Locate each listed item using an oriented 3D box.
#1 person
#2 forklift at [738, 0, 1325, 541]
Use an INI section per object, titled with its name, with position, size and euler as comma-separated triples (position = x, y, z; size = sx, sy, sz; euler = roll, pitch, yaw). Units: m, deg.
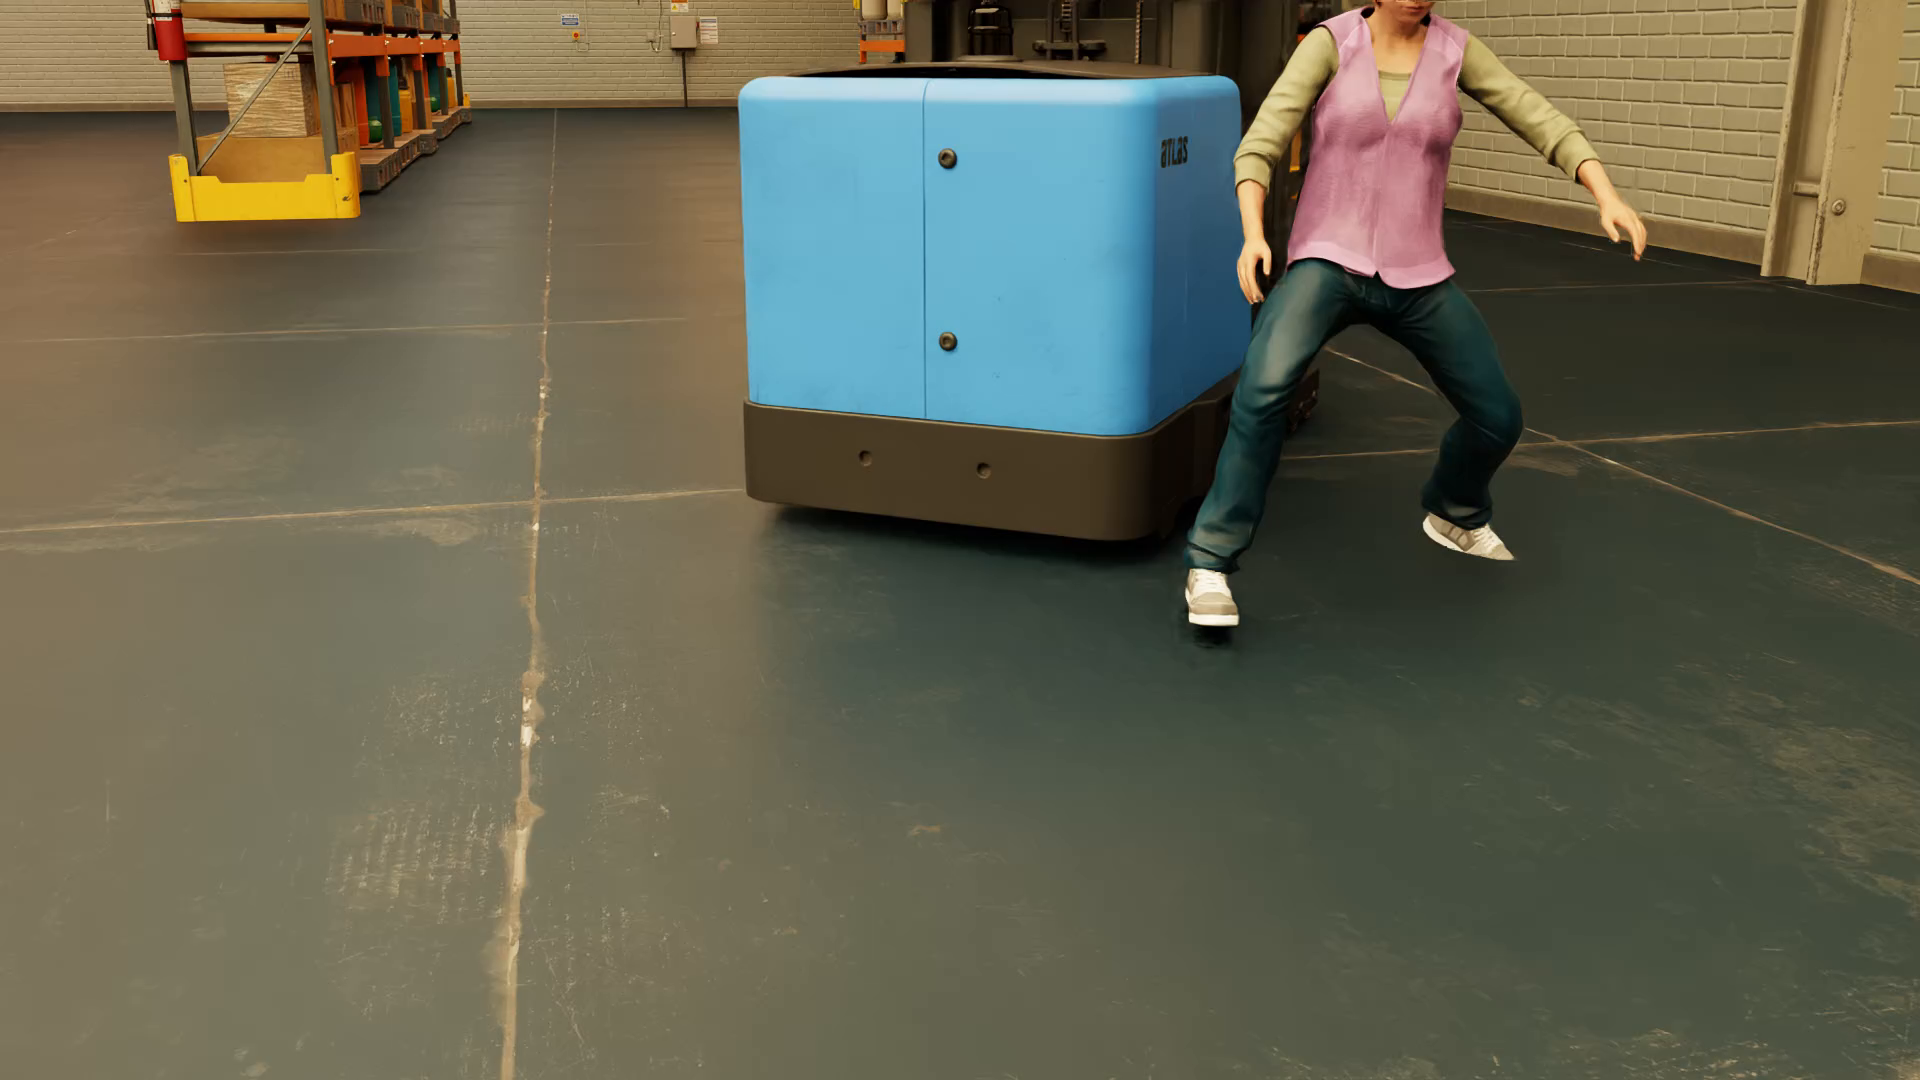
[person]
position = 0.903, -0.550, 3.456
size = 0.872, 1.481, 0.825
euler = 1, 17, 3
[forklift]
position = 0.506, -1.778, 4.855
size = 1.130, 2.935, 3.031
euler = 7, 18, 22
